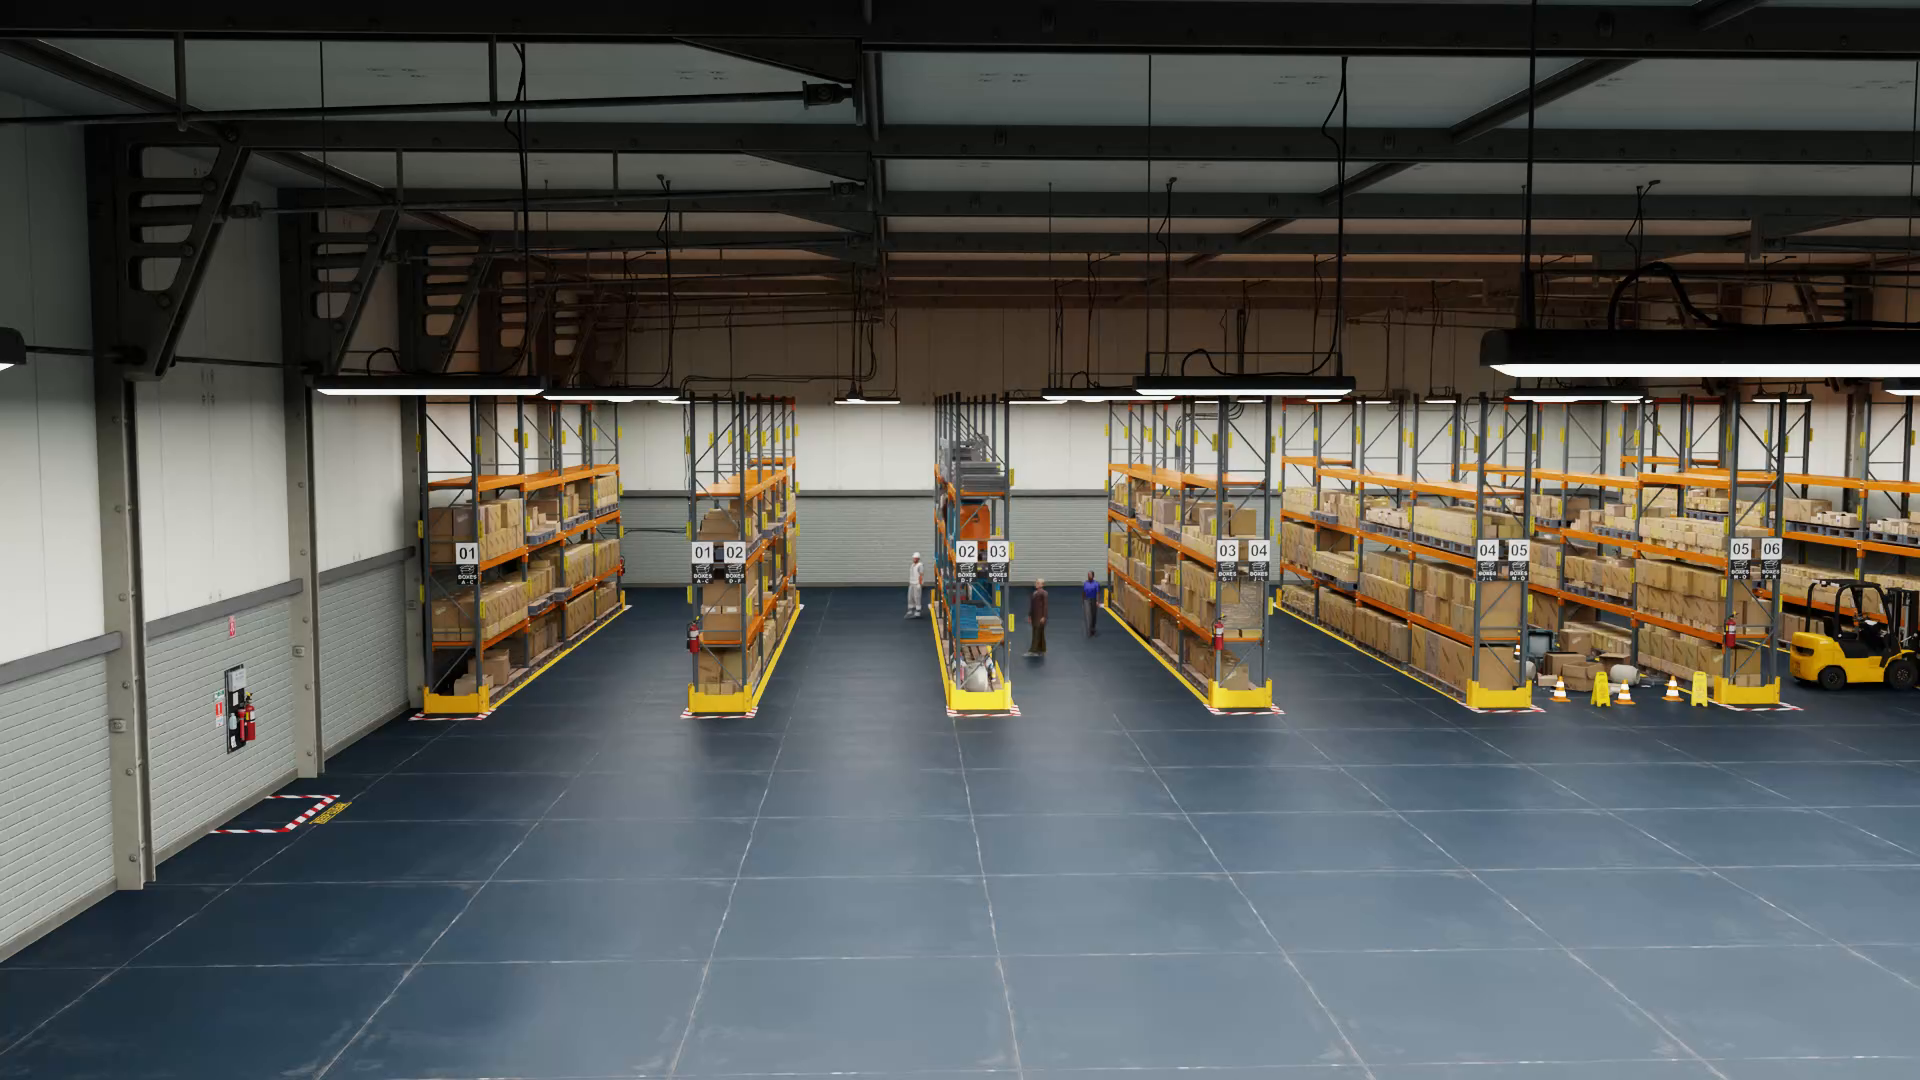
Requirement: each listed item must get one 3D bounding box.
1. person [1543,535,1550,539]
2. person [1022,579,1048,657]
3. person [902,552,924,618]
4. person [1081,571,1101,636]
[{"bbox_3d":[18.345,0.695,51.986,0.970,1.726,0.604,-2,5,-21],"label":"person"},{"bbox_3d":[1.686,1.812,38.105,0.633,1.682,0.625,-1,5,-14],"label":"person"},{"bbox_3d":[-1.255,1.241,44.990,0.432,1.820,0.610,-3,6,-36],"label":"person"},{"bbox_3d":[3.295,1.577,41.753,0.453,1.600,1.013,0,5,-1],"label":"person"}]
